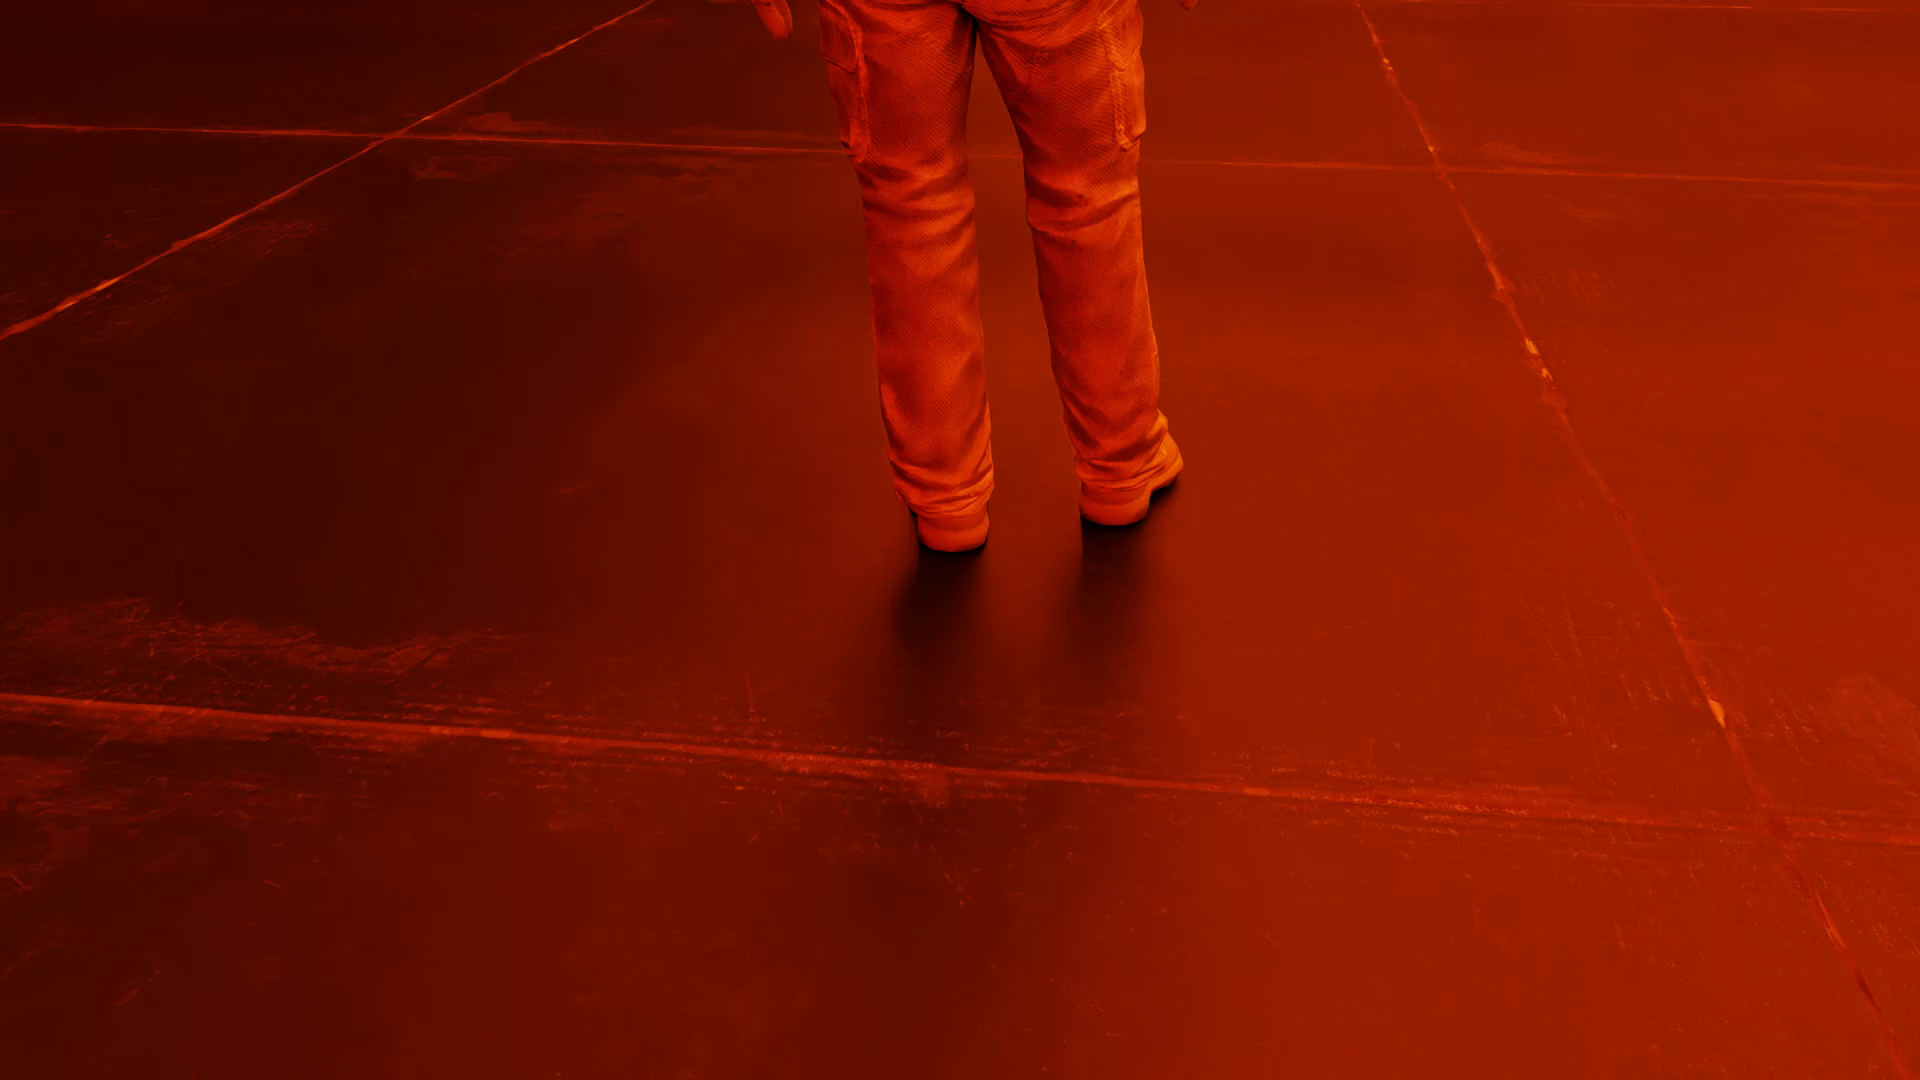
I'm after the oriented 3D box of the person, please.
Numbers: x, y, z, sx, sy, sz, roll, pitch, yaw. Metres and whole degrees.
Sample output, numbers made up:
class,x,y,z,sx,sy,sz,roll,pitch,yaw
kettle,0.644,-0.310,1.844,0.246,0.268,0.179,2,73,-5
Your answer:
class,x,y,z,sx,sy,sz,roll,pitch,yaw
person,0.019,-0.836,2.161,0.656,1.782,0.577,3,27,7
